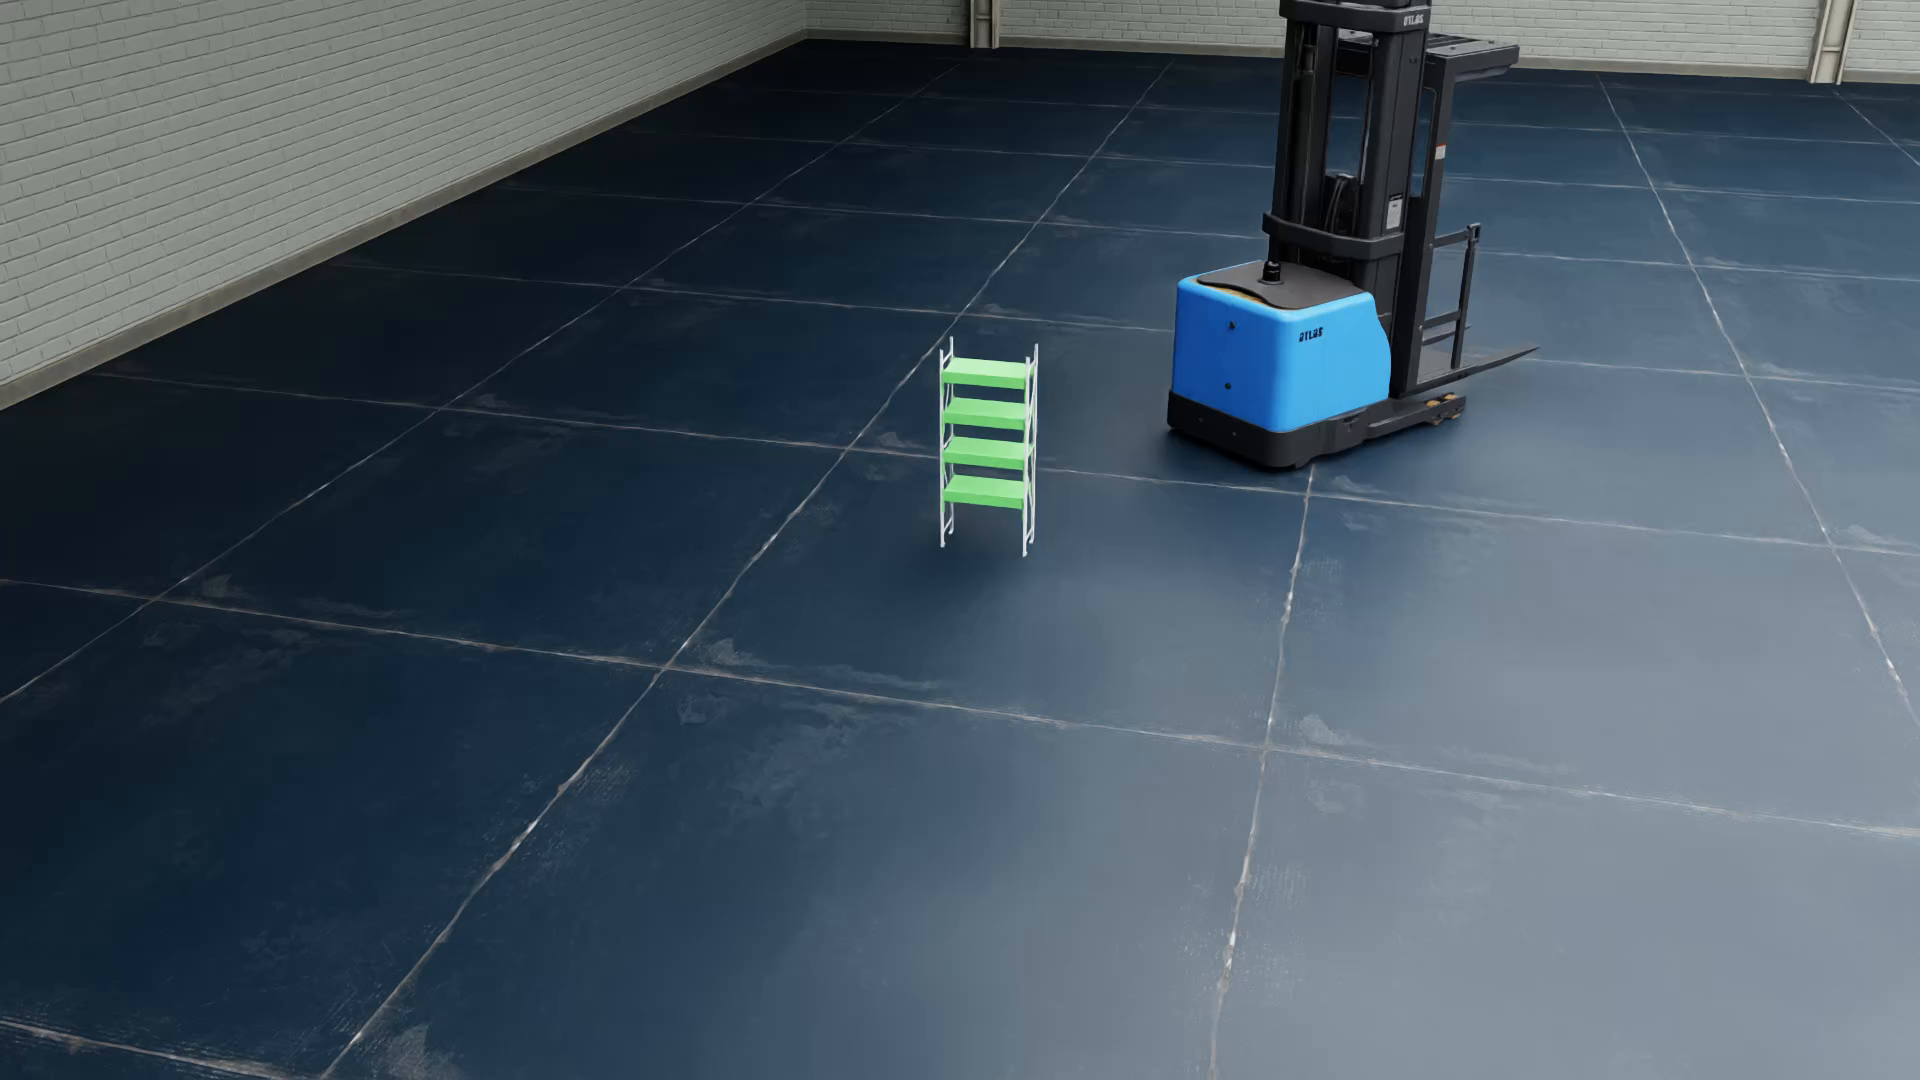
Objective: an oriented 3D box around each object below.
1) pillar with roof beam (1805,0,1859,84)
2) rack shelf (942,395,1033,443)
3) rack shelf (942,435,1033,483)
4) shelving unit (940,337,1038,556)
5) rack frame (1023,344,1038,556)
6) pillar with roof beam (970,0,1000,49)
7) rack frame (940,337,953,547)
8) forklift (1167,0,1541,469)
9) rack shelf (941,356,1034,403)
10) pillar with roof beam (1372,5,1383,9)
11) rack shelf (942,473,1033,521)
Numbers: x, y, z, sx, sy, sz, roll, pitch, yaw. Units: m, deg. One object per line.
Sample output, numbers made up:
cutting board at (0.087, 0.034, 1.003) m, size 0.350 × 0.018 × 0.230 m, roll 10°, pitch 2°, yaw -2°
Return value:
pillar with roof beam at (10.934, -8.647, 17.444) m, size 0.400 × 9.000 × 9.100 m, roll 6°, pitch 26°, yaw 13°
rack shelf at (0.160, -0.683, 9.379) m, size 0.480 × 0.148 × 0.258 m, roll 6°, pitch 26°, yaw 13°
rack shelf at (0.160, -0.466, 9.482) m, size 0.480 × 0.148 × 0.258 m, roll 6°, pitch 26°, yaw 13°
shelving unit at (0.160, -0.524, 9.455) m, size 0.503 × 1.200 × 0.258 m, roll 6°, pitch 26°, yaw 13°
rack frame at (0.397, -0.498, 9.400) m, size 0.015 × 1.200 × 0.240 m, roll 6°, pitch 26°, yaw 13°
pillar with roof beam at (-0.688, -9.932, 20.143) m, size 0.400 × 9.000 × 9.100 m, roll 6°, pitch 26°, yaw 13°
rack frame at (-0.076, -0.550, 9.510) m, size 0.015 × 1.200 × 0.240 m, roll 6°, pitch 26°, yaw 13°
forklift at (2.878, -2.275, 11.118) m, size 3.031 × 2.935 × 1.130 m, roll -18°, pitch 31°, yaw -33°
rack shelf at (0.160, -0.900, 9.276) m, size 0.480 × 0.148 × 0.258 m, roll 6°, pitch 26°, yaw 13°
pillar with roof beam at (5.123, -9.290, 18.794) m, size 0.400 × 9.000 × 9.100 m, roll 6°, pitch 26°, yaw 13°
rack shelf at (0.160, -0.250, 9.585) m, size 0.480 × 0.148 × 0.258 m, roll 6°, pitch 26°, yaw 13°
